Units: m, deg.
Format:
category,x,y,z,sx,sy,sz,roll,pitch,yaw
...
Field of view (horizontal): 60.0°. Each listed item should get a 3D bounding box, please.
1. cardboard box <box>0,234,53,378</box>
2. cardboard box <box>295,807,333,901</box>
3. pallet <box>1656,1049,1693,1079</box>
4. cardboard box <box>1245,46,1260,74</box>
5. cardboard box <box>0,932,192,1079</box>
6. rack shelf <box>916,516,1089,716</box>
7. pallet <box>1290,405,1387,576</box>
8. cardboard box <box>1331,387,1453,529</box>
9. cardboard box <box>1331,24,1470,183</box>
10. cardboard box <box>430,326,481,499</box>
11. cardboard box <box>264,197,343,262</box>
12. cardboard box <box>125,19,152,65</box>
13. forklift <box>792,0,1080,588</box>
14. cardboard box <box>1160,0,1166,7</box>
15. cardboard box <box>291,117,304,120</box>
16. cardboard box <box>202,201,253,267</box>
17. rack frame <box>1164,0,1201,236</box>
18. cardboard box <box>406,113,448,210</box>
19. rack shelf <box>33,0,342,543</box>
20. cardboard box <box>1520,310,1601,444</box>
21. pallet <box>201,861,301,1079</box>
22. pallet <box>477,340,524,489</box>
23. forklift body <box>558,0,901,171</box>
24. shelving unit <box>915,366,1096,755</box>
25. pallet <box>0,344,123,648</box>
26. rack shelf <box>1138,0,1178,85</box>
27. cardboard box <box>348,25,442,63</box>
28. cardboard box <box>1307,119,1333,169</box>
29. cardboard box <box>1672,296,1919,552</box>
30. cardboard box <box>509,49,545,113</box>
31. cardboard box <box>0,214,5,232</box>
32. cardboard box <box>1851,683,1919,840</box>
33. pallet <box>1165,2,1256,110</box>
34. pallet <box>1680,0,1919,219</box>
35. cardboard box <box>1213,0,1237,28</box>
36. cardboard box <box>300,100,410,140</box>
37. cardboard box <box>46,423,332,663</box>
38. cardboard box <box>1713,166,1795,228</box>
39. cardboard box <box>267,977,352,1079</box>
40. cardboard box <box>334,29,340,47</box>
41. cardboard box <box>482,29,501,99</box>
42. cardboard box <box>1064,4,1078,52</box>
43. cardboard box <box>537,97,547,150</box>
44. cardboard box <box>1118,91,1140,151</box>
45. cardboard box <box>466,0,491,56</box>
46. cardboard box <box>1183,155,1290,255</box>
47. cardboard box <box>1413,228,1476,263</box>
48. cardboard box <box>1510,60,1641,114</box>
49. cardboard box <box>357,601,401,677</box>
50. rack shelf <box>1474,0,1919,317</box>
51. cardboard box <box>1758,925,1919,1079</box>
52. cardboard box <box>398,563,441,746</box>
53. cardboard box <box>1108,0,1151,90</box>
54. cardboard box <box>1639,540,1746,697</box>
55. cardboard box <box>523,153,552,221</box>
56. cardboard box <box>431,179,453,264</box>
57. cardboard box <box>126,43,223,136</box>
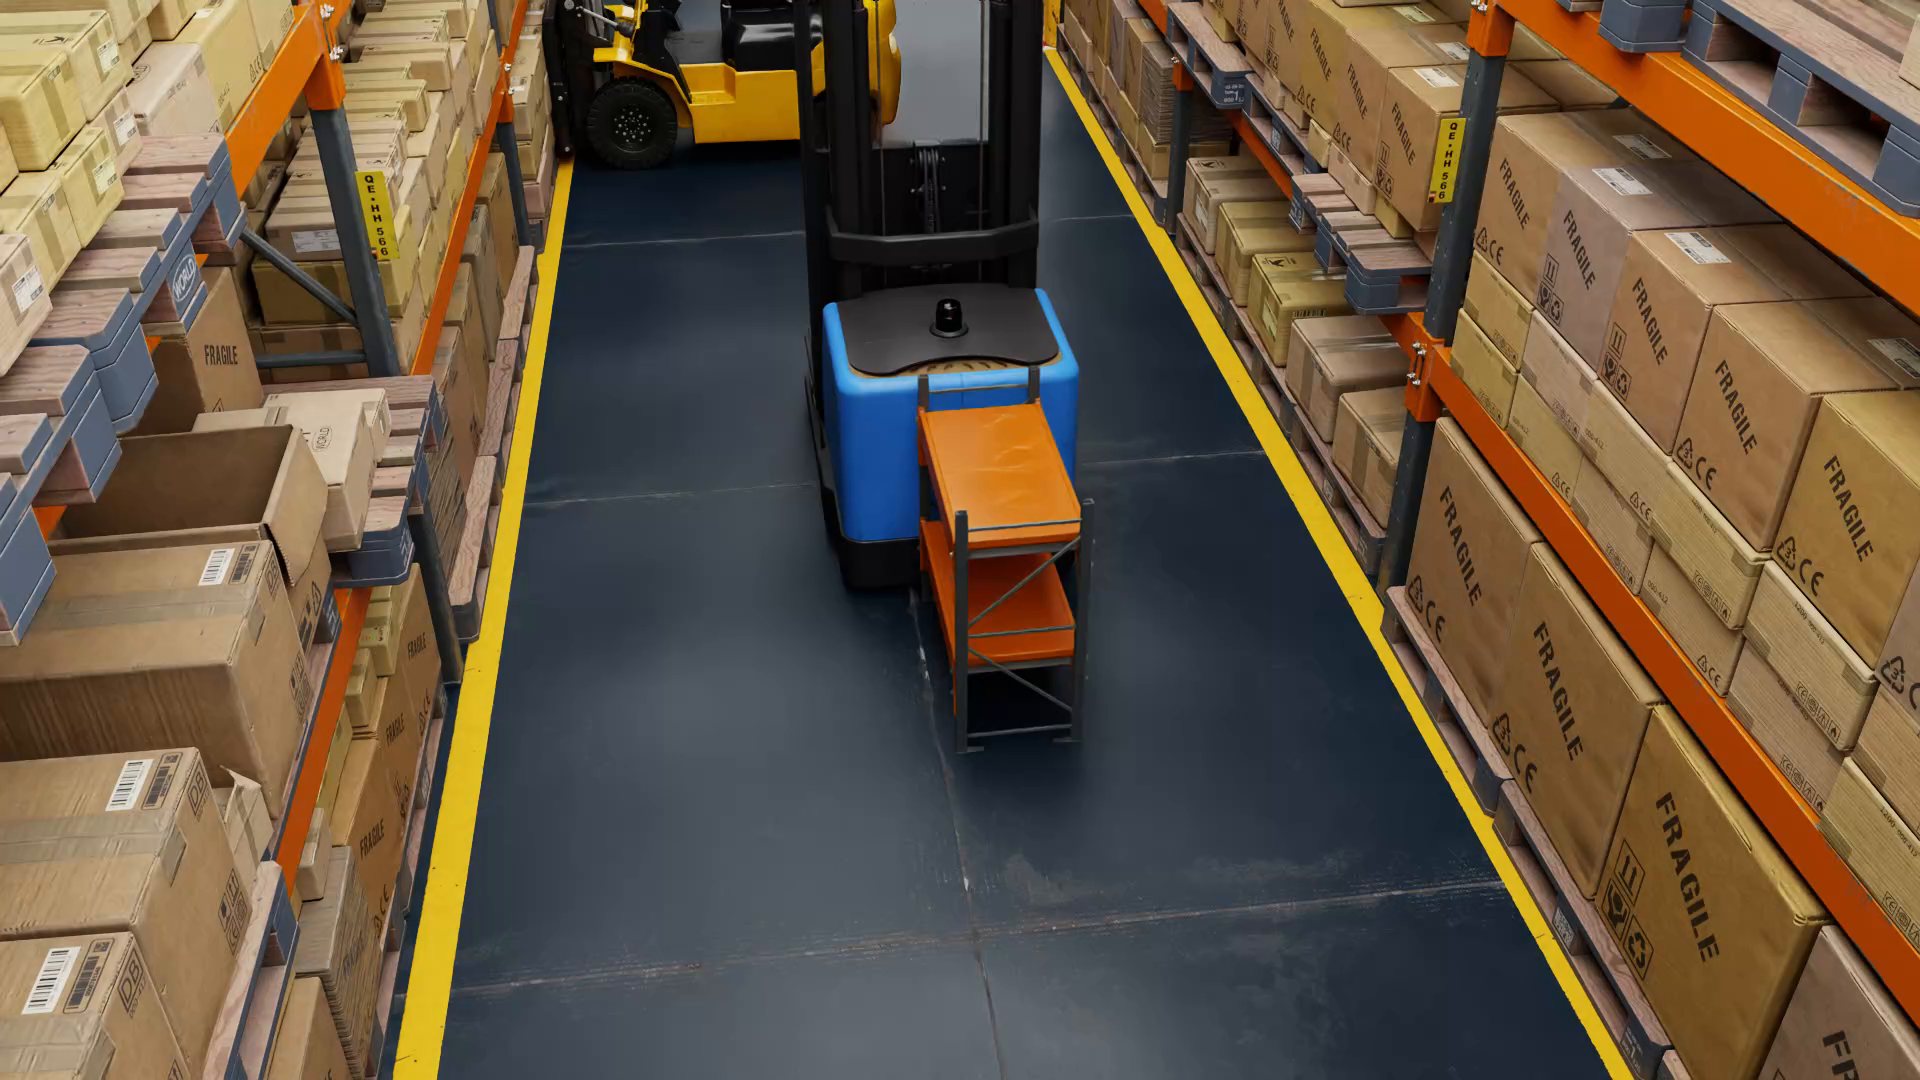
category,x,y,z,sx,sy,sz,roll,pitch,yaw
cardboard box,-1.752,-0.379,2.740,0.380,0.149,0.250,-4,34,-6
cardboard box,-2.095,0.955,4.956,0.380,0.149,0.250,-6,35,-9
pallet,2.714,1.947,4.706,1.003,0.211,1.213,-4,35,-6
cardboard box,1.710,-2.543,8.669,0.380,0.149,0.250,-4,34,-6
cardboard box,-1.869,1.096,3.017,0.700,0.500,0.500,-4,34,-5
rack shelf,0.155,0.266,6.795,0.538,0.278,1.000,-5,35,-7
pallet,2.251,-0.297,7.998,1.003,0.211,1.213,-4,35,-6
cardboard box,2.289,-0.417,7.658,0.950,0.372,0.625,-7,35,-10
cardboard box,1.938,-1.871,7.106,0.500,0.500,0.500,-5,35,-7
cardboard box,-2.729,-0.540,7.615,0.875,0.625,0.625,-3,34,-5
cardboard box,-2.314,-1.144,6.101,0.380,0.149,0.250,-3,34,-5
cardboard box,-2.191,-1.225,3.999,0.380,0.149,0.250,-4,34,-6
forklift,-0.216,-1.820,7.818,1.130,2.935,3.031,-5,35,-7
cardboard box,1.431,-3.436,10.352,0.380,0.149,0.250,-4,34,-5
cardboard box,-3.094,-1.855,7.498,0.500,0.250,0.500,-5,35,-7
cardboard box,-2.808,-1.110,6.051,0.380,0.149,0.250,-3,34,-5
rack frame,1.817,-3.245,9.848,1.000,3.000,0.127,-4,35,-6
cardboard box,-2.500,-1.619,7.151,0.500,0.250,0.500,-5,35,-8
rack shelf,-2.294,-0.461,3.738,1.077,0.370,4.000,-4,35,-6
cardboard box,2.247,-0.568,5.608,0.500,0.250,0.500,-4,34,-5
pallet,-2.025,1.222,3.463,1.003,0.211,1.213,-4,35,-6
pallet,-2.796,-0.624,8.478,1.003,0.211,1.213,-4,35,-6
forklift body,-1.576,-3.828,11.458,2.313,2.155,1.214,-4,35,-6
shelving unit,0.155,0.064,6.657,0.538,1.125,1.048,-5,35,-7
pallet,-2.044,0.066,2.493,1.213,0.211,1.003,-4,35,-6
rack shelf,1.548,-4.064,11.688,1.077,0.370,4.000,-4,35,-6
cardboard box,-2.634,-2.292,7.784,0.380,0.149,0.250,-4,34,-6
cardboard box,1.815,-1.823,7.611,0.380,0.149,0.250,-4,34,-6
cardboard box,2.374,-0.326,4.588,0.500,0.500,0.500,-4,34,-6
cardboard box,-2.914,-2.897,10.519,0.500,0.250,0.500,-4,35,-6
cardboard box,-1.790,-0.506,2.663,0.380,0.149,0.250,-5,35,-7
cardboard box,2.518,0.569,3.941,0.500,0.250,0.500,-4,34,-5
pallet,1.775,-2.728,9.260,1.003,0.211,1.213,-4,35,-6
pallet,2.647,-1.195,4.344,1.003,0.211,1.213,-3,34,-4
cardboard box,1.664,-3.020,8.792,0.500,0.500,0.500,-4,35,-6
cardboard box,-2.523,-1.718,6.942,0.380,0.149,0.250,-4,34,-6
cardboard box,-2.161,0.046,4.555,0.797,0.503,0.637,-5,35,-7
cardboard box,2.761,-0.913,5.449,0.500,0.500,0.500,-4,34,-6
cardboard box,-2.012,1.594,4.593,0.500,0.500,0.500,-5,35,-8
cardboard box,-3.187,-2.389,7.927,0.380,0.149,0.250,-4,35,-6
cardboard box,-2.774,-2.544,8.952,0.500,0.250,0.500,-4,34,-5
cardboard box,1.113,-4.043,13.088,0.500,0.250,0.500,-5,35,-7
cardboard box,-2.930,-2.685,10.651,0.500,0.250,0.500,-5,35,-7
cardboard box,1.389,-2.888,11.393,0.500,0.250,0.500,-5,35,-8
cardboard box,-2.782,-2.757,8.821,0.500,0.250,0.500,-5,35,-7
cardboard box,1.890,-2.040,10.041,0.950,0.372,0.625,-4,34,-6
cardboard box,2.078,-1.248,6.767,0.380,0.149,0.250,-3,34,-5
cardboard box,2.524,-1.619,6.737,0.500,0.500,0.500,-5,35,-8
cardboard box,-2.179,0.363,5.825,0.380,0.149,0.250,-6,35,-9
rack shelf,2.624,-0.839,4.293,1.077,0.370,4.000,-4,35,-6
cardboard box,2.730,1.584,4.276,0.875,0.875,0.875,-3,34,-5
cardboard box,-2.293,0.444,6.281,0.500,0.500,0.500,-3,34,-5
cardboard box,1.331,-3.470,11.582,0.500,0.500,0.500,-3,34,-4
cardboard box,2.392,0.195,4.934,0.500,0.250,0.500,-4,35,-6
cardboard box,-2.838,-2.199,10.382,0.500,0.250,0.500,-4,34,-6
cardboard box,-2.520,-1.407,7.284,0.500,0.250,0.500,-5,35,-8
cardboard box,-2.118,-0.985,4.001,0.500,0.250,0.500,-4,35,-6
